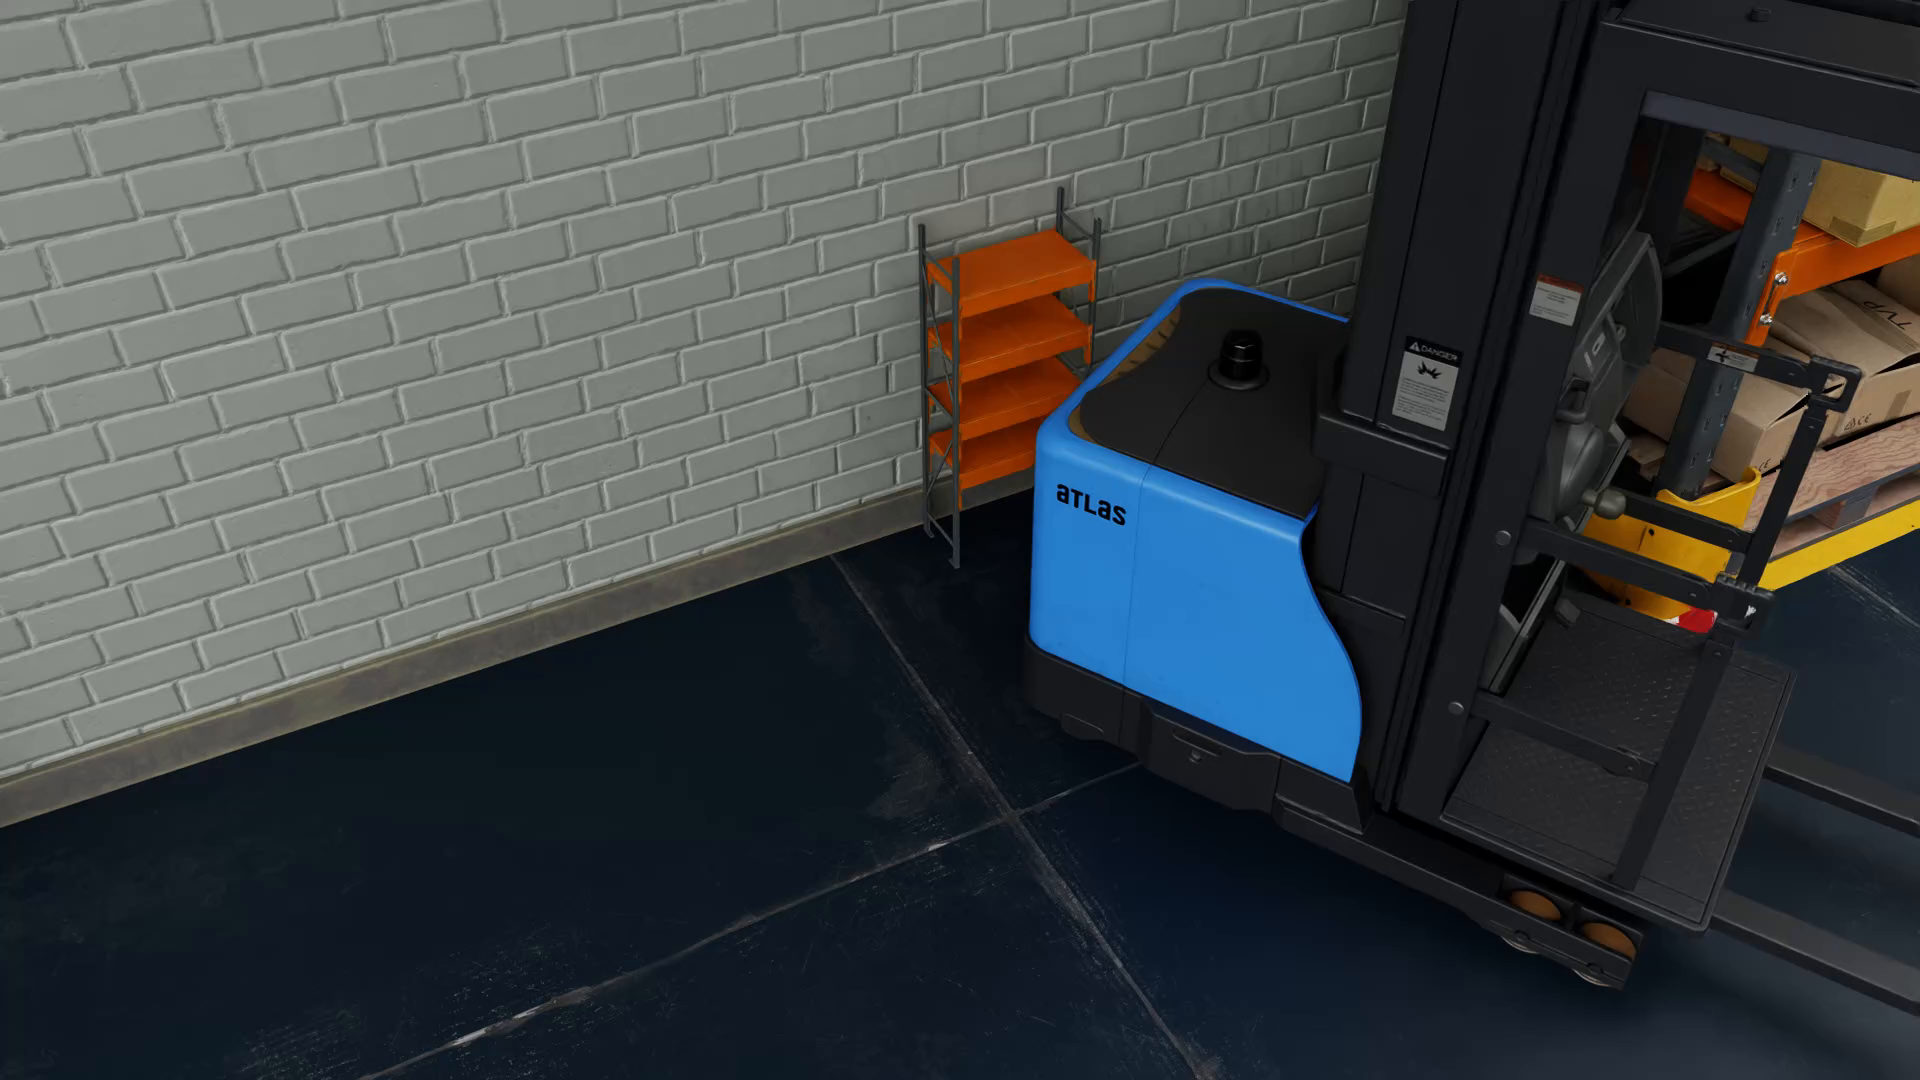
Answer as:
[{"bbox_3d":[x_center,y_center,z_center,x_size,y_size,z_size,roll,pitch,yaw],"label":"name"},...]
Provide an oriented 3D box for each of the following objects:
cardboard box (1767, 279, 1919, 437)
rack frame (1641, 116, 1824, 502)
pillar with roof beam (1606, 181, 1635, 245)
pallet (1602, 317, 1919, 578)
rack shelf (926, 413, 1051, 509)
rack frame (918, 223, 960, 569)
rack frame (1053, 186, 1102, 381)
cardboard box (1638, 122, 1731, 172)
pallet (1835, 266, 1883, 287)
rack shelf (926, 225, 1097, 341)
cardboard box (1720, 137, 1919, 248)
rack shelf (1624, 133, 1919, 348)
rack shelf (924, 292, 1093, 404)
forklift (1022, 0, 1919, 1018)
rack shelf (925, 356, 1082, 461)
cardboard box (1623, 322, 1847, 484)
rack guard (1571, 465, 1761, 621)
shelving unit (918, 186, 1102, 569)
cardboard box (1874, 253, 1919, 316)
[{"bbox_3d":[3.209,-0.686,5.979,0.500,0.311,0.500,-15,43,-17],"label":"cardboard box"},{"bbox_3d":[2.048,-1.219,4.869,0.127,3.000,1.000,-19,44,-21],"label":"rack frame"},{"bbox_3d":[4.258,-1.747,0.849,0.400,9.000,9.100,-19,44,-21],"label":"pillar with roof beam"},{"bbox_3d":[2.853,-0.400,6.059,1.213,0.211,1.003,-19,44,-21],"label":"pallet"},{"bbox_3d":[0.152,-0.300,5.588,0.480,0.148,0.258,-19,44,-21],"label":"rack shelf"},{"bbox_3d":[-0.064,-0.429,5.328,0.015,1.200,0.240,-19,44,-21],"label":"rack frame"},{"bbox_3d":[0.367,-0.577,5.503,0.015,1.200,0.240,-19,44,-21],"label":"rack frame"},{"bbox_3d":[2.373,-1.420,5.207,0.500,0.250,0.500,-18,43,-20],"label":"cardboard box"},{"bbox_3d":[3.933,-0.761,6.486,1.213,0.211,1.003,-19,44,-21],"label":"pallet"},{"bbox_3d":[0.152,-0.803,5.162,0.480,0.148,0.258,-19,44,-21],"label":"rack shelf"},{"bbox_3d":[2.628,-1.133,4.868,0.500,0.250,0.500,-20,44,-22],"label":"cardboard box"},{"bbox_3d":[3.822,-1.542,5.806,4.000,0.370,1.077,-19,44,-21],"label":"rack shelf"},{"bbox_3d":[0.152,-0.623,5.315,0.480,0.148,0.258,-19,44,-21],"label":"rack shelf"},{"bbox_3d":[1.708,-0.345,3.889,3.031,2.935,1.130,22,45,24],"label":"forklift"},{"bbox_3d":[0.152,-0.452,5.459,0.480,0.148,0.258,-19,44,-21],"label":"rack shelf"},{"bbox_3d":[2.703,-0.516,5.778,0.500,0.311,0.500,-24,46,-25],"label":"cardboard box"},{"bbox_3d":[2.116,-0.288,5.703,0.348,0.500,1.175,-19,44,-21],"label":"rack guard"},{"bbox_3d":[0.152,-0.503,5.416,0.503,1.200,0.258,-19,44,-21],"label":"shelving unit"},{"bbox_3d":[3.883,-0.949,6.143,0.500,0.500,0.700,-21,45,-23],"label":"cardboard box"}]
